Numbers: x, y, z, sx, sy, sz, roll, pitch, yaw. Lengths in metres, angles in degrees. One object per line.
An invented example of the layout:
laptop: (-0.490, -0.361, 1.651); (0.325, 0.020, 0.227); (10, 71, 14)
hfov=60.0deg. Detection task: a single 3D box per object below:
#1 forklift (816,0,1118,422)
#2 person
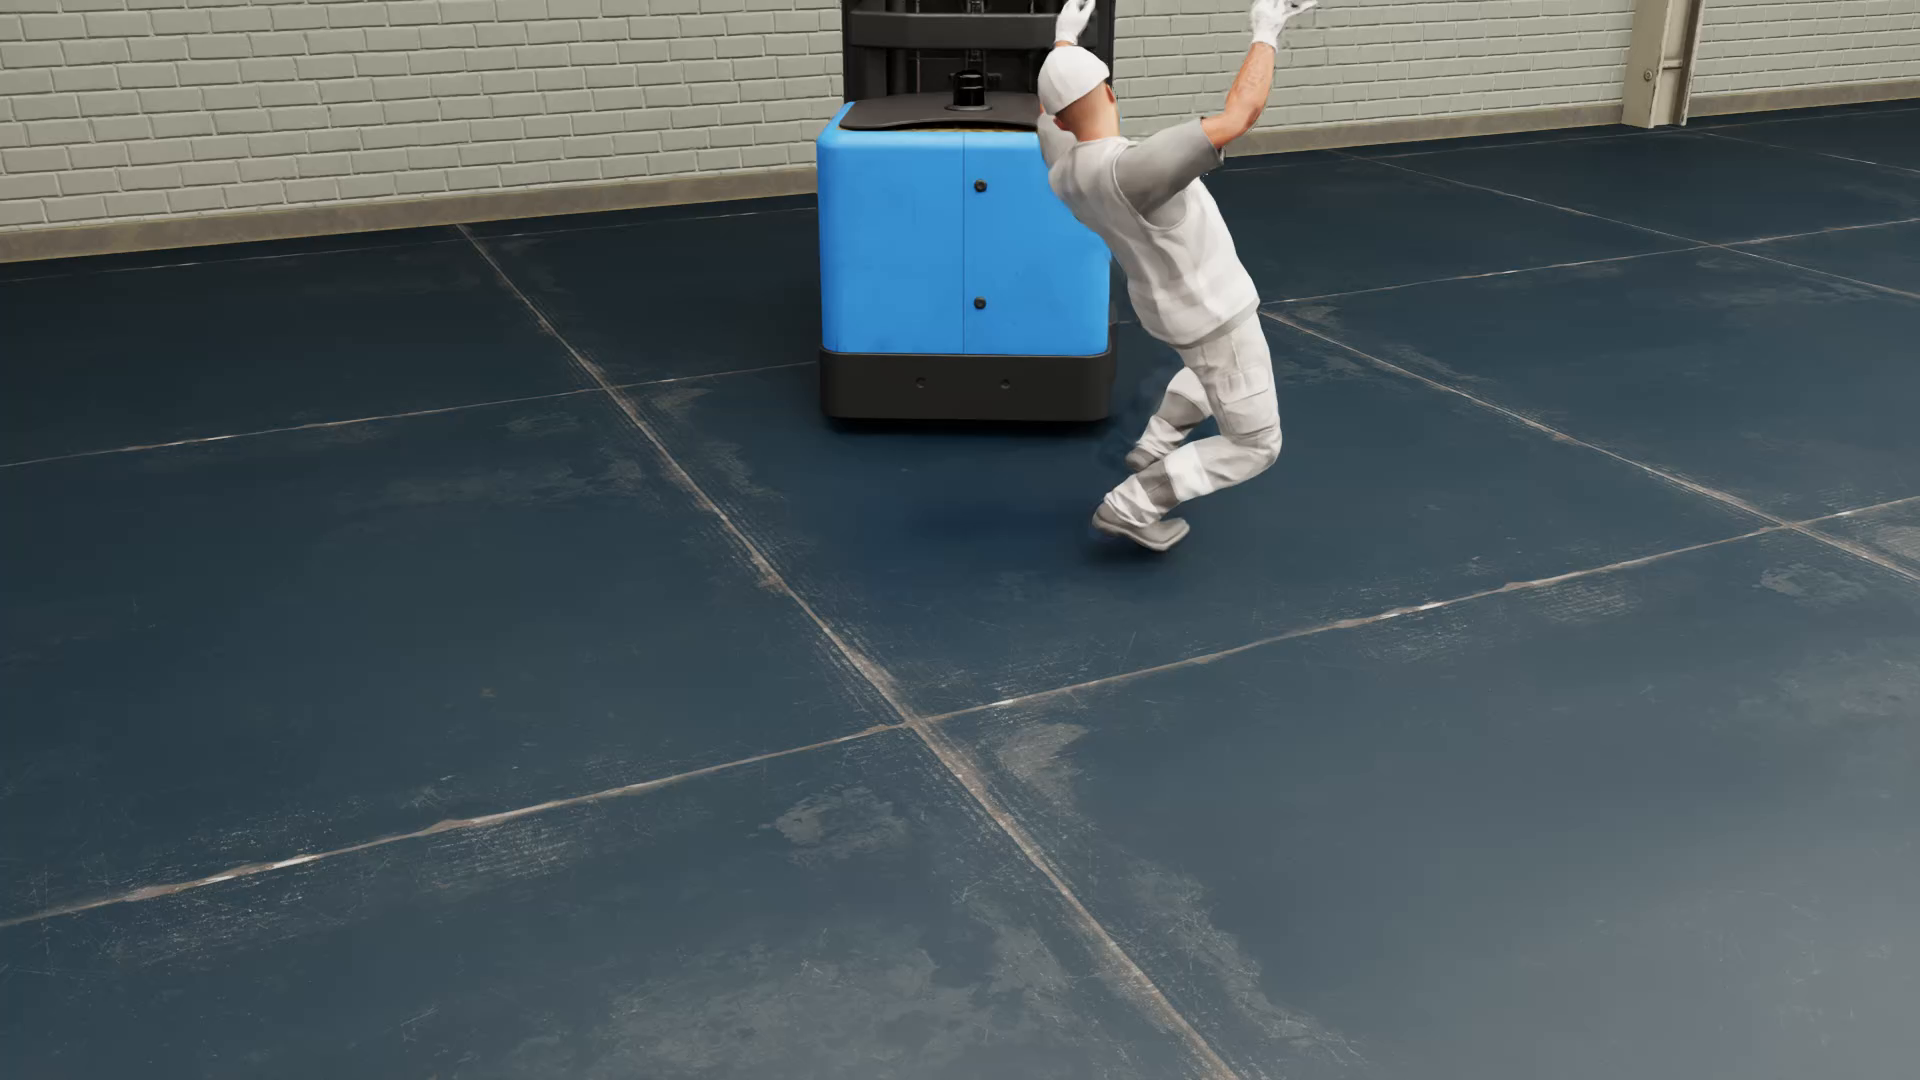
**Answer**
forklift: (0.085, -2.297, 6.815); (1.130, 2.935, 3.031); (1, 23, 3)
person: (0.567, -0.824, 4.925); (0.804, 1.676, 1.051); (-7, 23, -16)
